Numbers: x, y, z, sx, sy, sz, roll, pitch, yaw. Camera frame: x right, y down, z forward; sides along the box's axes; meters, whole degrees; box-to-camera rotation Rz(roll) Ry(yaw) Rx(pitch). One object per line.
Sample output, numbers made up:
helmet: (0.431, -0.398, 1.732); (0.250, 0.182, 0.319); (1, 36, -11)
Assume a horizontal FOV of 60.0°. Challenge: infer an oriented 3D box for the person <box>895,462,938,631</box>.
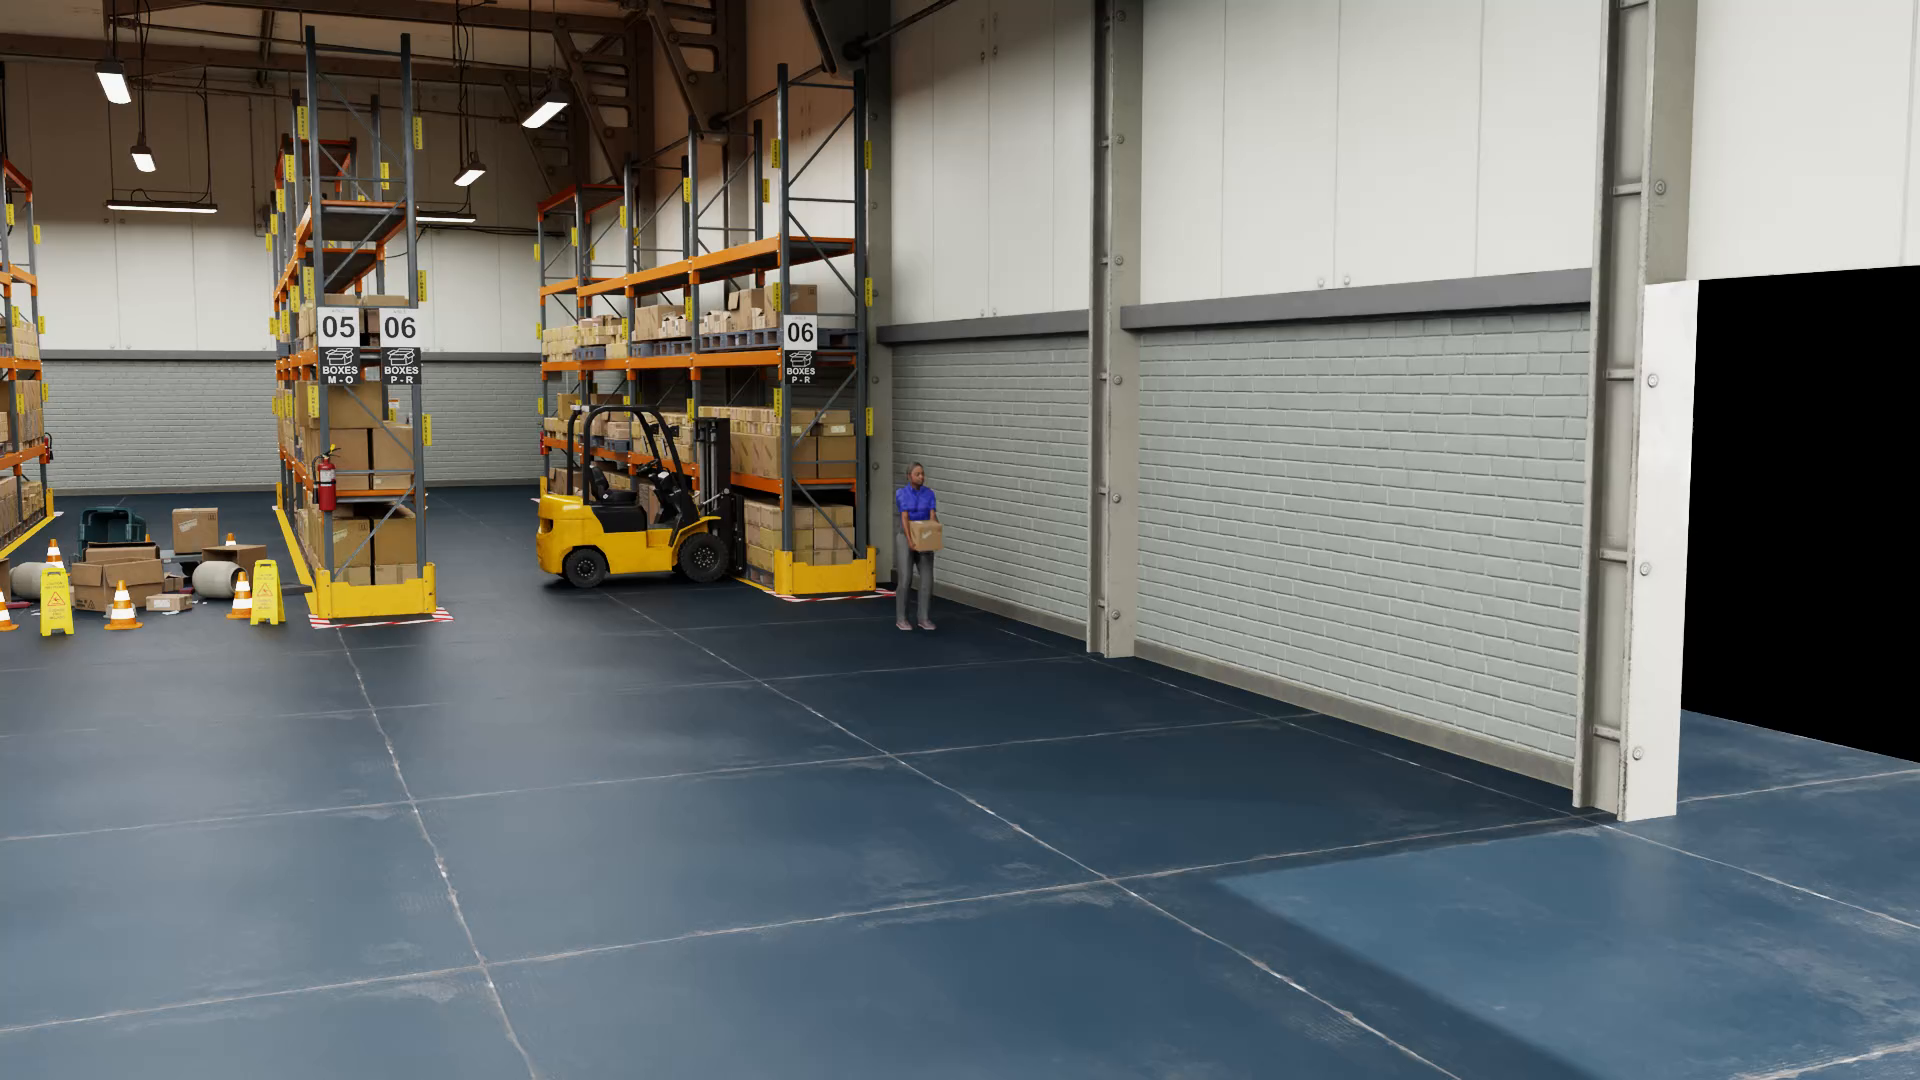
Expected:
person: (-0.405, 0.065, 16.409); (0.423, 1.656, 0.506); (-3, 6, -25)
